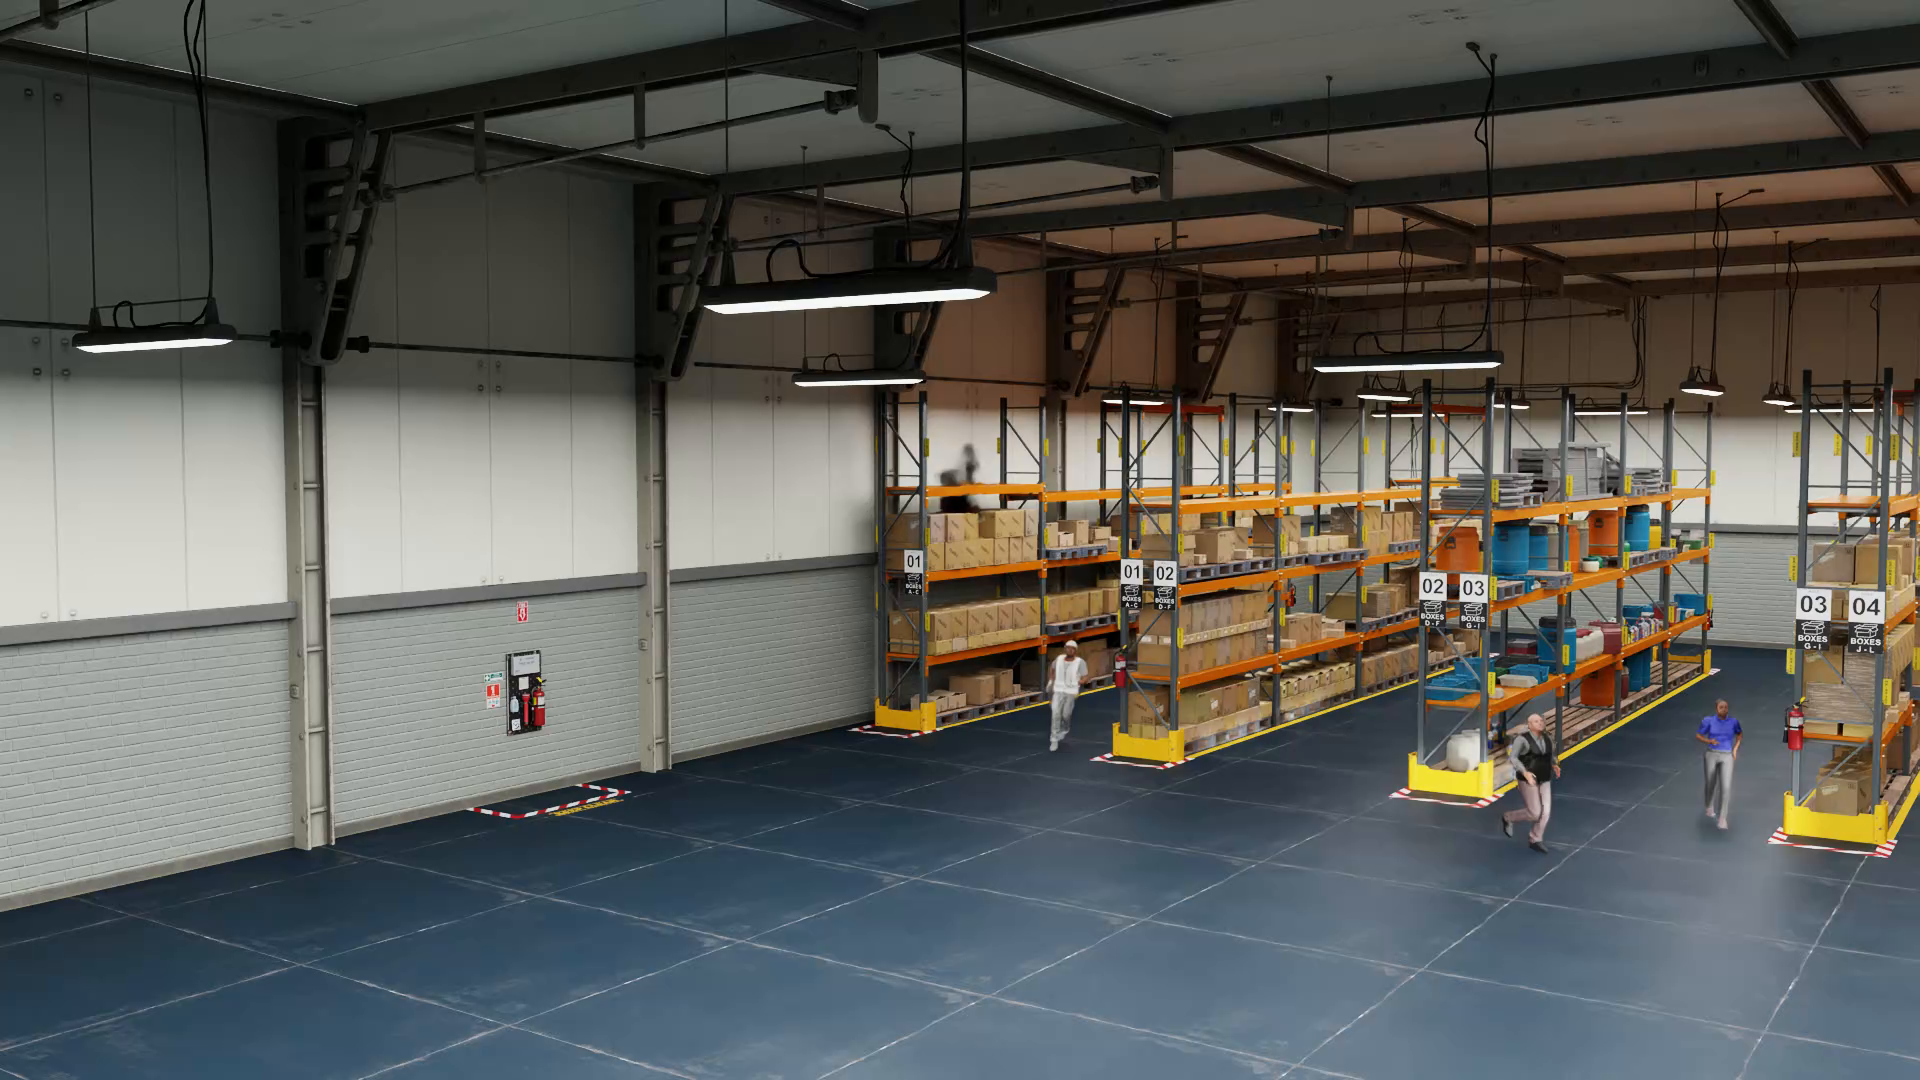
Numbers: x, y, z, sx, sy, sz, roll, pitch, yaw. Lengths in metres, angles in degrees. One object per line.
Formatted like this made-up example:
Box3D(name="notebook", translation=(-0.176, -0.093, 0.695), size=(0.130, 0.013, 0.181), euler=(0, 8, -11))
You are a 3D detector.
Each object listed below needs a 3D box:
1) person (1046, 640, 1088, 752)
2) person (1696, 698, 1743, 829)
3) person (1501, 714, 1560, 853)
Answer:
Box3D(name="person", translation=(1.760, 2.553, 27.524), size=(0.721, 1.773, 0.909), euler=(1, 3, 14))
Box3D(name="person", translation=(10.113, 2.954, 22.160), size=(0.584, 1.699, 0.782), euler=(1, 3, 23))
Box3D(name="person", translation=(7.159, 3.013, 20.805), size=(0.662, 1.702, 0.645), euler=(-1, 3, -22))
